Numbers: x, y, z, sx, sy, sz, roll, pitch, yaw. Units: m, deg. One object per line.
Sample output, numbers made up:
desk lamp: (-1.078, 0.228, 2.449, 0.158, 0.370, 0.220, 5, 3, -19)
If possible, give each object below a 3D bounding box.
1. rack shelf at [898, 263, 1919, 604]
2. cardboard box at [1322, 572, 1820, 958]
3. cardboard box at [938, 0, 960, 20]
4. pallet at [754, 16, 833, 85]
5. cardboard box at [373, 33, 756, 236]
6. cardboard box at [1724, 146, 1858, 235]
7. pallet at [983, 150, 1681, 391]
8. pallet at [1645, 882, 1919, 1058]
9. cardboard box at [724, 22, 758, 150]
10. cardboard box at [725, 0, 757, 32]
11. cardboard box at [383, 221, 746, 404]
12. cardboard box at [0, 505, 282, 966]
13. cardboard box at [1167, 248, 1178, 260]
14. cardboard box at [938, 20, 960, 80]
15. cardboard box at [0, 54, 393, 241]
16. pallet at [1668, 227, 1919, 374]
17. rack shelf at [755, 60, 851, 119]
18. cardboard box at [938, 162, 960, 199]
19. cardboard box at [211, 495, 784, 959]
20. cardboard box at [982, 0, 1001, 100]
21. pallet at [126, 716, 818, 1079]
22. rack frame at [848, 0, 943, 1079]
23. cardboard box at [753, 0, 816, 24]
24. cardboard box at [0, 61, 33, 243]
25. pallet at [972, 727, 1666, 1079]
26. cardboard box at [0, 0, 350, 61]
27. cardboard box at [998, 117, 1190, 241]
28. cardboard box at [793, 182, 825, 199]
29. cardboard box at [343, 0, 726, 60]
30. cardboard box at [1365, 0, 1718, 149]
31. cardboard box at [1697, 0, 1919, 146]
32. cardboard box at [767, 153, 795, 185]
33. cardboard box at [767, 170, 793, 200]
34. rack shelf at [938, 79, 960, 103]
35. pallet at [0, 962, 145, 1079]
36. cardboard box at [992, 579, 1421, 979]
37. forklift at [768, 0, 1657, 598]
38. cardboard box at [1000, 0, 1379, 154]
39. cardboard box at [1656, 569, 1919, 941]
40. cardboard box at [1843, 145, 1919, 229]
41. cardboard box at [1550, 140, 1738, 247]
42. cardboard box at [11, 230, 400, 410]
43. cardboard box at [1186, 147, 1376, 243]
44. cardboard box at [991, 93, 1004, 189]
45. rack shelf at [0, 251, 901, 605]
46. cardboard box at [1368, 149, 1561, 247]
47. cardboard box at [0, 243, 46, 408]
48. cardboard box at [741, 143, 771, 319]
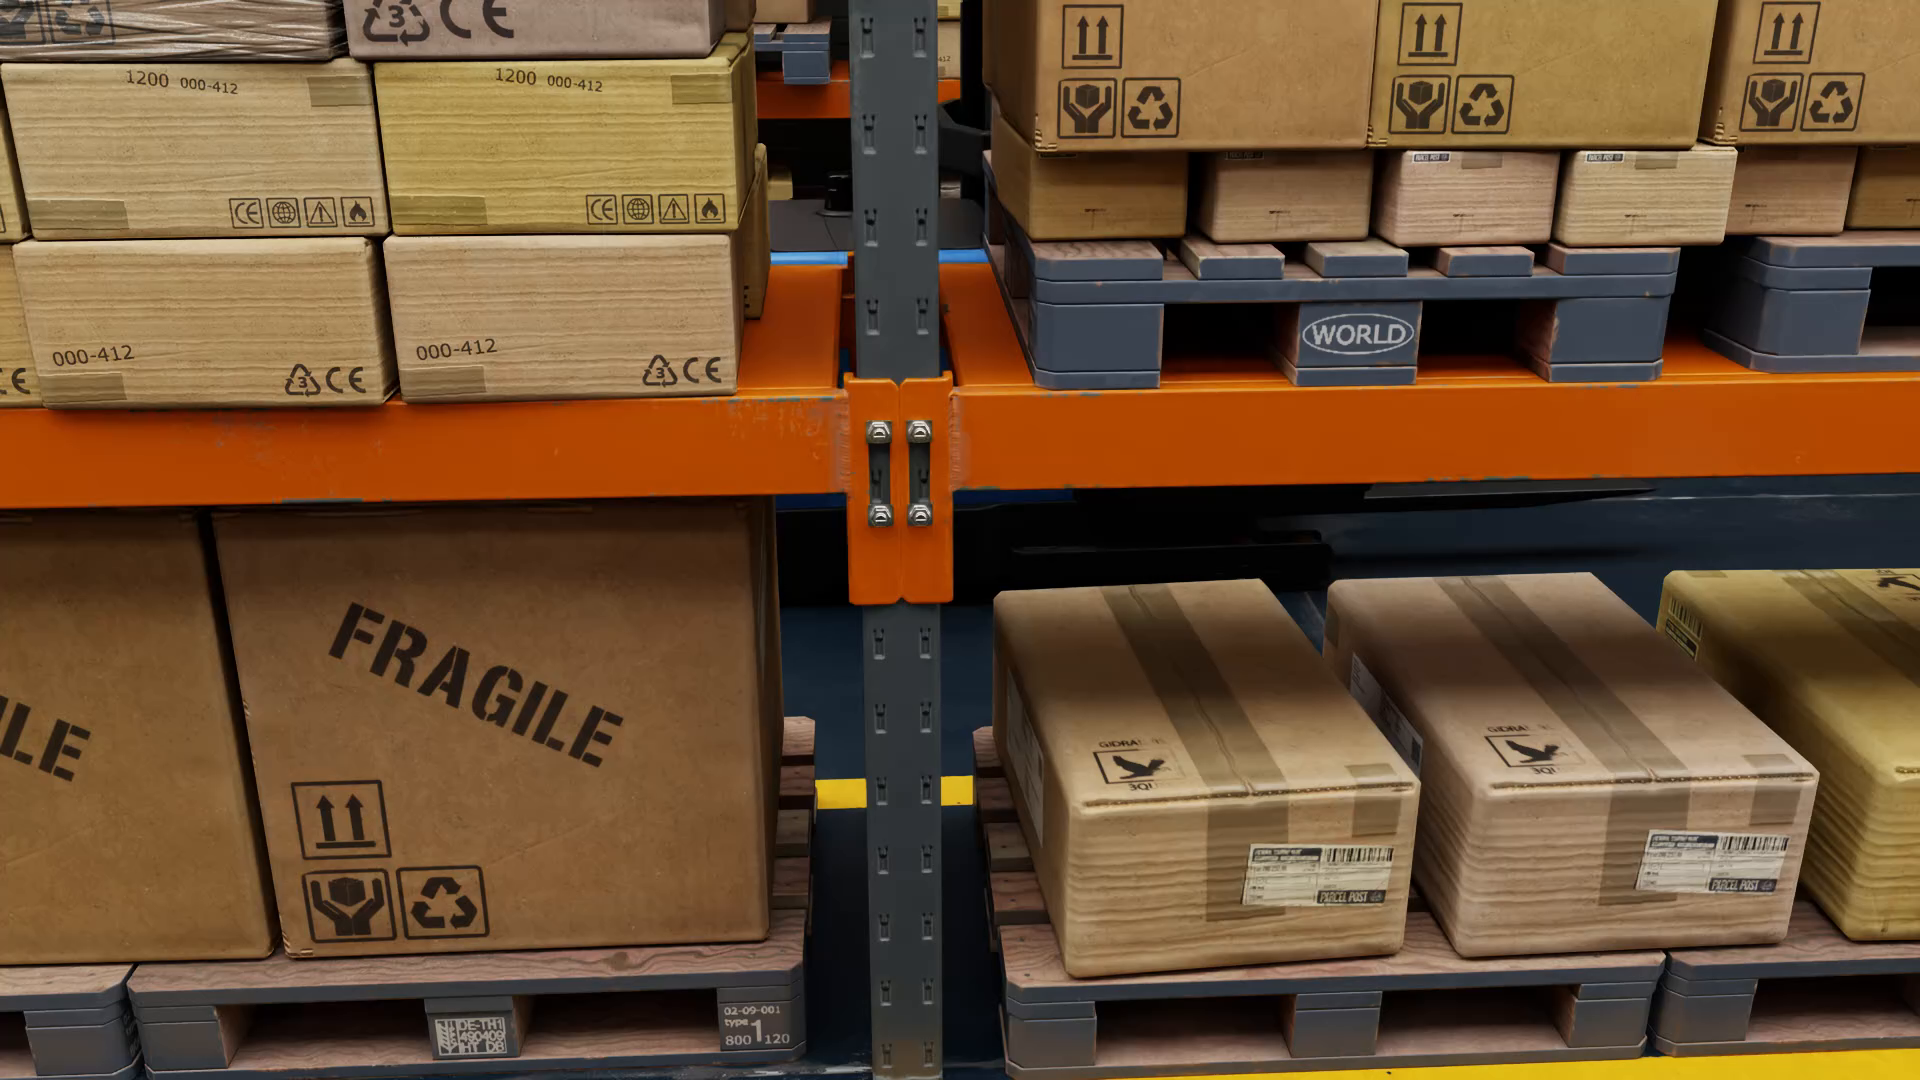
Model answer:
rack shelf: (1.874, -0.293, 3.185, 4.000, 0.370, 1.077, -1, 21, -3)
cardboard box: (1.178, 0.418, 3.411, 0.625, 0.372, 0.950, -2, 21, -4)
cardboard box: (0.048, -2.428, 7.292, 0.500, 0.250, 0.500, -1, 21, -3)
pallet: (-1.083, -2.223, 7.514, 1.003, 0.211, 1.213, -1, 21, -3)
cardboard box: (-0.592, -0.652, 2.626, 0.500, 0.250, 0.500, -1, 21, -3)
cardboard box: (1.284, -0.622, 2.801, 0.250, 0.149, 0.380, 0, 21, 0)
pallet: (0.582, -0.551, 3.122, 1.003, 0.211, 1.213, -1, 21, -3)
pallet: (1.872, 0.676, 3.549, 1.213, 0.211, 1.003, -1, 21, -3)
cardboard box: (-0.643, -0.829, 3.092, 0.500, 0.250, 0.500, -1, 21, -3)
cardboard box: (-0.629, -1.179, 2.957, 0.500, 0.500, 0.500, -2, 21, -5)
cardboard box: (-0.613, -0.416, 2.708, 0.500, 0.250, 0.500, -2, 21, -5)
cardboard box: (-1.708, 0.209, 3.251, 0.875, 0.875, 0.875, -1, 21, -2)
cardboard box: (0.865, -1.462, 7.992, 0.625, 0.625, 0.875, 0, 21, -1)
cardboard box: (0.047, -2.204, 7.404, 0.500, 0.250, 0.500, -1, 21, -3)
cardboard box: (-1.104, -0.640, 2.595, 0.500, 0.250, 0.500, -2, 21, -4)
pallet: (1.851, -0.554, 3.129, 1.213, 0.211, 1.003, -1, 21, -3)
rack shelf: (-2.407, -1.975, 7.603, 4.000, 0.370, 1.077, -1, 21, -3)
cardboard box: (0.213, -1.446, 7.950, 0.625, 0.625, 0.875, -1, 21, -1)
cardboard box: (-0.817, 0.193, 3.295, 0.875, 0.875, 0.875, -1, 21, -4)
cardboard box: (0.315, -1.078, 3.089, 0.500, 0.500, 0.500, -2, 21, -5)
pallet: (-0.914, 0.704, 3.475, 1.213, 0.211, 1.003, -1, 21, -3)
rack frame: (-0.123, -0.588, 2.951, 0.127, 3.000, 1.000, -1, 21, -3)
cardboard box: (-0.933, -2.640, 7.608, 0.500, 0.500, 0.500, 0, 21, -1)
cardboard box: (-1.614, -0.622, 2.548, 0.500, 0.250, 0.500, -2, 21, -4)
pallet: (0.657, 0.699, 3.487, 1.213, 0.211, 1.003, -1, 21, -3)
cardboard box: (-1.136, -0.986, 2.448, 0.500, 0.500, 0.500, -1, 21, -2)
cardboard box: (0.212, -0.608, 2.765, 0.250, 0.149, 0.380, -2, 21, -6)
cardboard box: (-0.847, -1.471, 8.191, 0.500, 0.500, 0.500, 0, 21, -1)
cardboard box: (-0.624, -0.999, 2.483, 0.500, 0.500, 0.500, -2, 21, -5)
cardboard box: (0.859, -0.910, 2.648, 0.500, 0.500, 0.500, 0, 21, 0)
cardboard box: (1.389, -0.924, 2.682, 0.500, 0.500, 0.500, -1, 21, -2)
cardboard box: (-0.949, -1.783, 8.099, 0.250, 0.149, 0.380, 0, 21, 0)
cardboard box: (-0.889, -1.583, 7.574, 0.250, 0.149, 0.380, -2, 21, -6)
rack shelf: (1.587, -2.056, 7.817, 4.000, 0.370, 1.077, -1, 21, -3)
pallet: (-2.130, 0.728, 3.413, 1.213, 0.211, 1.003, -1, 21, -3)
cardboard box: (0.442, 0.435, 3.364, 0.625, 0.372, 0.950, -3, 21, -7)
forklift: (0.744, -1.396, 5.167, 3.031, 2.935, 1.130, -2, 21, -5)
cardboard box: (0.339, -0.897, 2.613, 0.500, 0.500, 0.500, -2, 21, -5)
cardboard box: (1.935, 0.404, 3.446, 0.625, 0.372, 0.950, 0, 21, -1)
cardboard box: (1.564, -0.641, 2.852, 0.250, 0.149, 0.380, 0, 21, -1)
cardboard box: (1.048, -0.589, 2.715, 0.250, 0.149, 0.380, -1, 21, -3)
cardboard box: (-1.122, -0.400, 2.666, 0.500, 0.250, 0.500, -1, 21, -2)
cardboard box: (0.496, -0.602, 2.748, 0.250, 0.149, 0.380, -2, 21, -6)
cardboard box: (0.191, -0.757, 3.158, 0.250, 0.149, 0.380, 0, 21, -1)
rack shelf: (-2.120, -0.212, 2.972, 4.000, 0.370, 1.077, -1, 21, -3)
cardboard box: (0.772, -0.591, 2.720, 0.250, 0.149, 0.380, -3, 21, -7)
cardboard box: (-1.626, -0.395, 2.654, 0.500, 0.250, 0.500, -1, 21, -4)
cardboard box: (-0.626, -0.598, 3.186, 0.500, 0.250, 0.500, -2, 21, -4)
